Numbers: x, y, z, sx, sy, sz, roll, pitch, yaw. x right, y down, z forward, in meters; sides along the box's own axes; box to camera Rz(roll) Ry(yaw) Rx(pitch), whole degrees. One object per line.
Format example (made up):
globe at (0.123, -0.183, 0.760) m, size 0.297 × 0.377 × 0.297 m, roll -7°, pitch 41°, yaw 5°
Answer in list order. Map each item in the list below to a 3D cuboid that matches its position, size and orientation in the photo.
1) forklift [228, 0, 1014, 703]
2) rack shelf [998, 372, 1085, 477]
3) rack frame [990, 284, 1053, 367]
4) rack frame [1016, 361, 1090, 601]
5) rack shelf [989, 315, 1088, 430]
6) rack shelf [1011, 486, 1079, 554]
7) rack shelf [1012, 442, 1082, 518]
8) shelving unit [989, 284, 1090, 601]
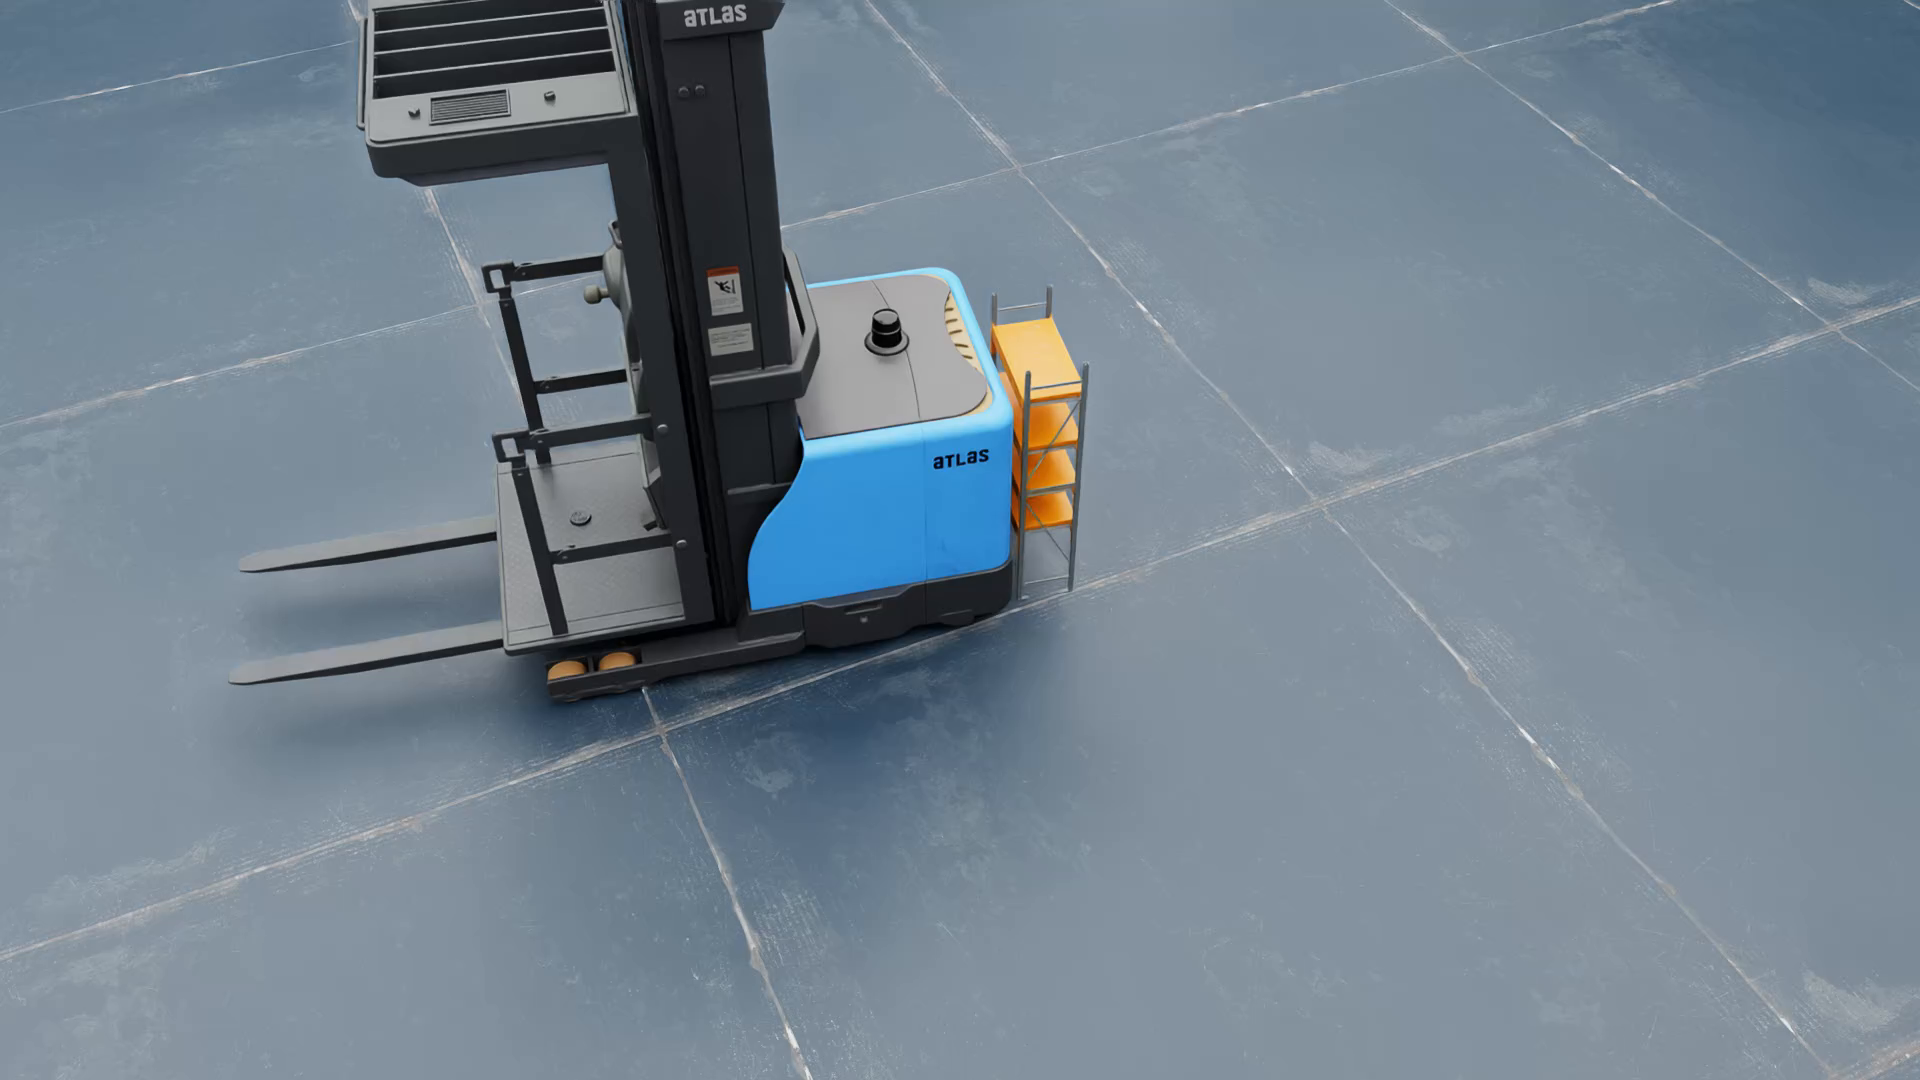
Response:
forklift at (-1.362, -0.824, 5.867) m, size 3.031 × 2.935 × 1.130 m, roll -10°, pitch 45°, yaw -10°
rack shelf at (0.296, -0.478, 6.526) m, size 0.258 × 0.148 × 0.480 m, roll -9°, pitch 45°, yaw -10°
rack frame at (0.238, -0.534, 6.805) m, size 0.240 × 1.200 × 0.015 m, roll -9°, pitch 45°, yaw -10°
rack frame at (0.352, -0.200, 6.467) m, size 0.240 × 1.200 × 0.015 m, roll -9°, pitch 45°, yaw -10°
rack shelf at (0.296, -0.647, 6.360) m, size 0.258 × 0.148 × 0.480 m, roll -9°, pitch 45°, yaw -10°
rack shelf at (0.294, -0.178, 6.822) m, size 0.258 × 0.148 × 0.480 m, roll -9°, pitch 45°, yaw -10°
rack shelf at (0.295, -0.319, 6.683) m, size 0.258 × 0.148 × 0.480 m, roll -9°, pitch 45°, yaw -10°
shelving unit at (0.295, -0.367, 6.636) m, size 0.258 × 1.200 × 0.503 m, roll -9°, pitch 45°, yaw -10°
